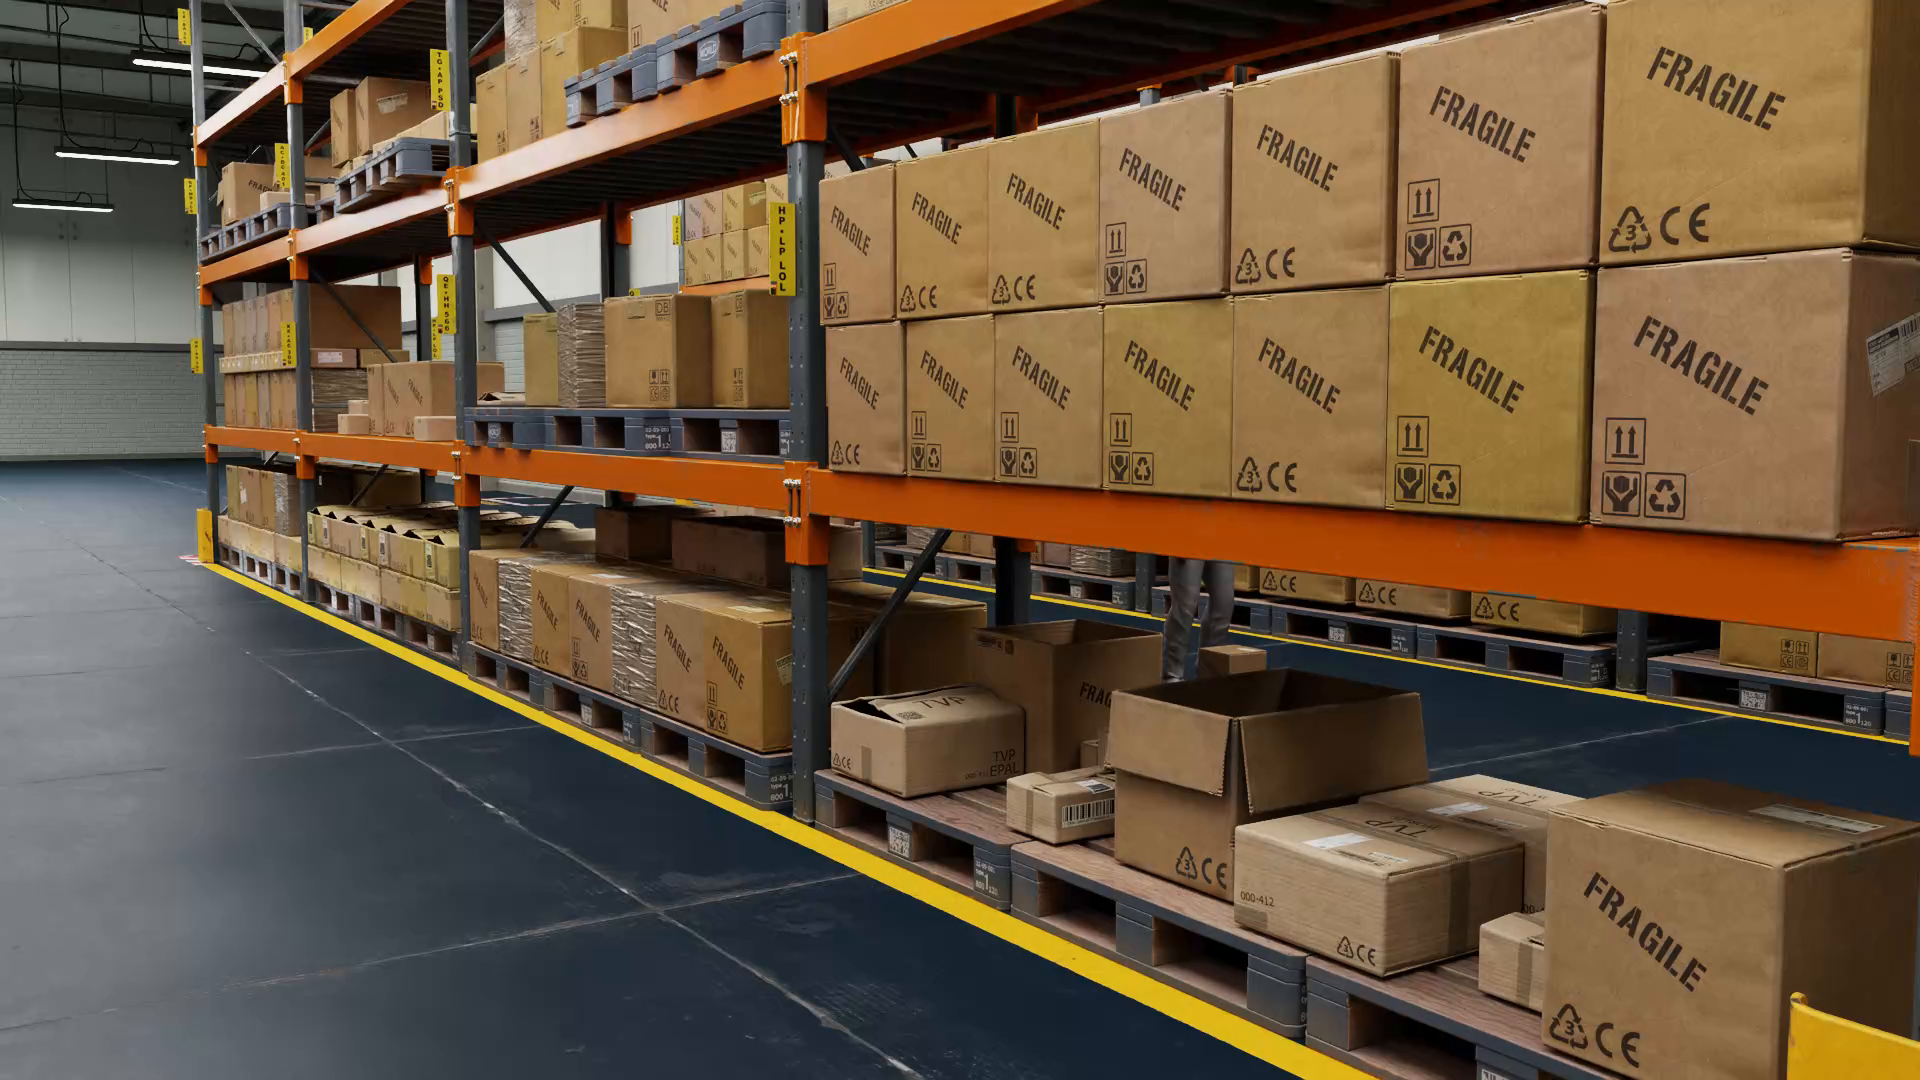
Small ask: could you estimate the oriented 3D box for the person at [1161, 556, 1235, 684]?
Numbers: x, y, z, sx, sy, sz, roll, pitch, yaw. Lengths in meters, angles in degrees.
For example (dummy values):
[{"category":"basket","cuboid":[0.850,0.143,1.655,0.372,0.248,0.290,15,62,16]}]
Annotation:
[{"category":"person","cuboid":[1.292,-0.023,8.838,0.527,1.662,0.393,-3,6,-36]}]
